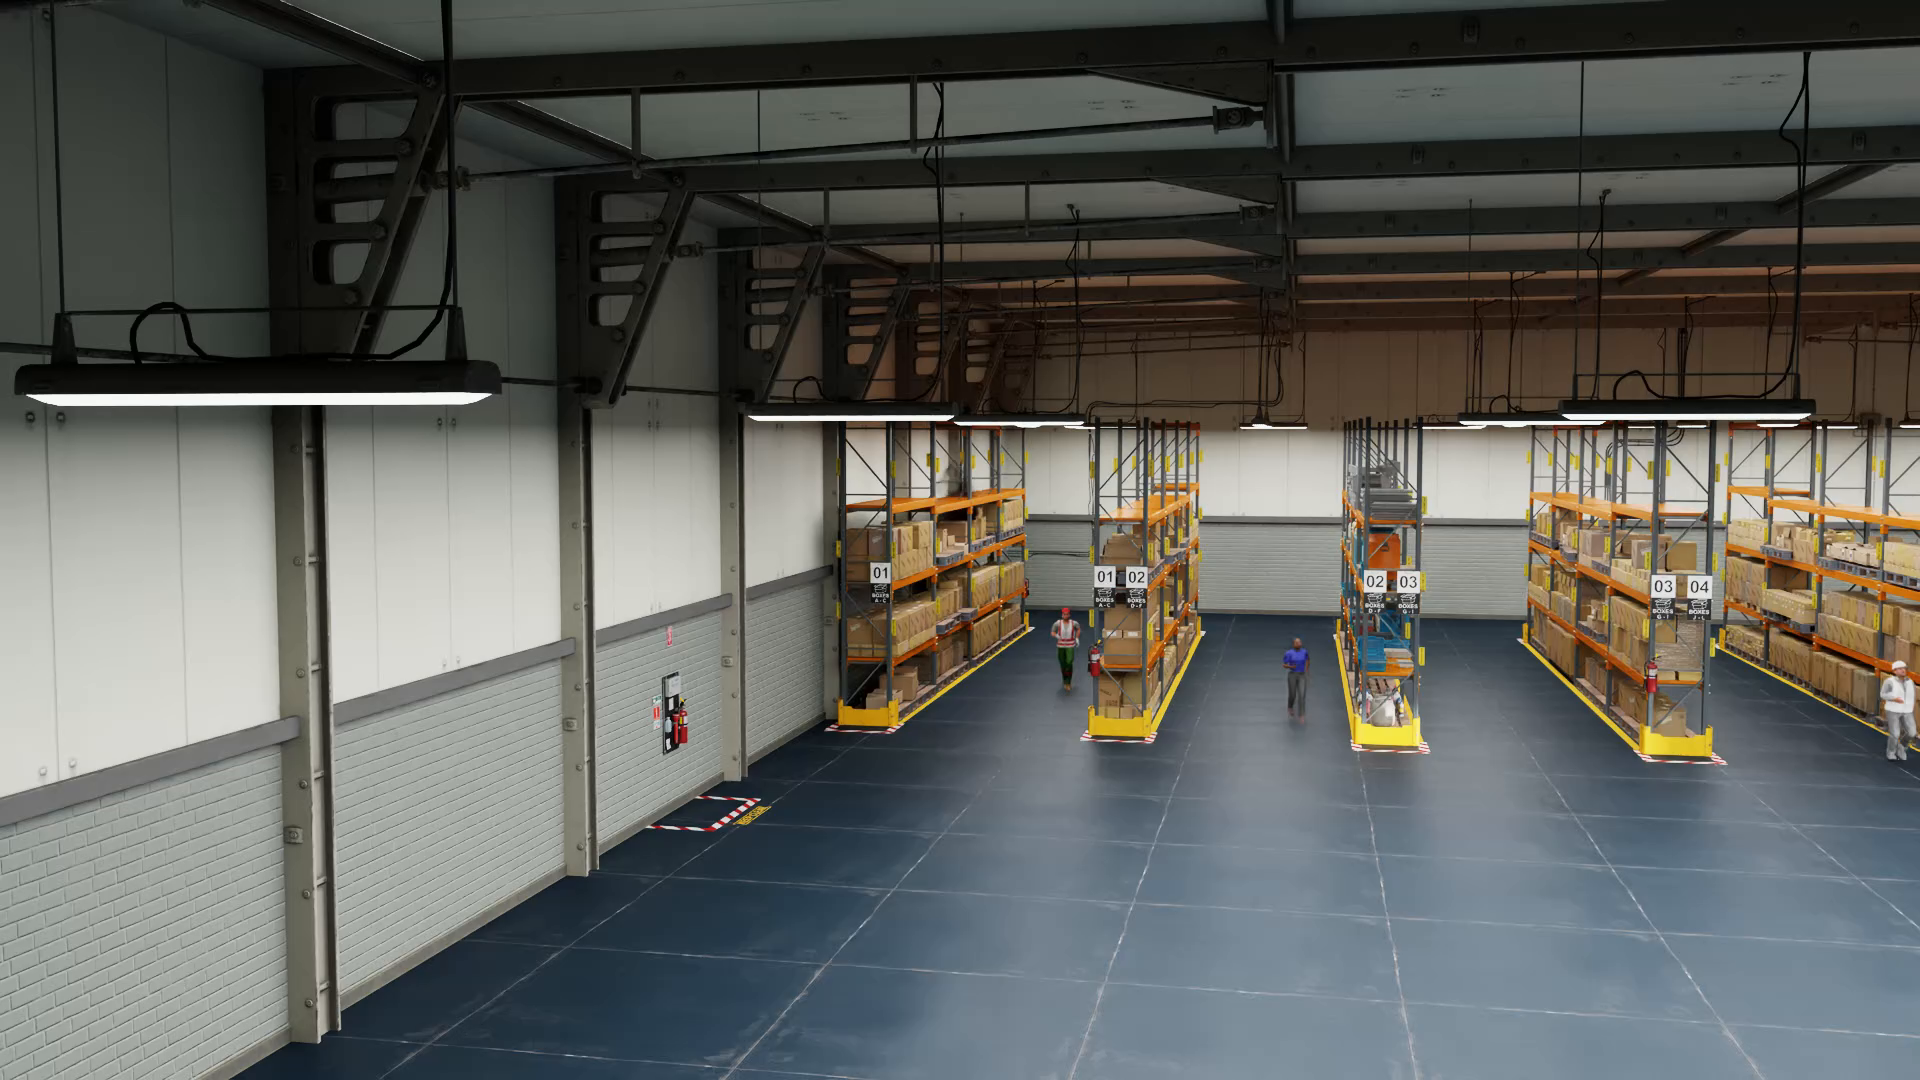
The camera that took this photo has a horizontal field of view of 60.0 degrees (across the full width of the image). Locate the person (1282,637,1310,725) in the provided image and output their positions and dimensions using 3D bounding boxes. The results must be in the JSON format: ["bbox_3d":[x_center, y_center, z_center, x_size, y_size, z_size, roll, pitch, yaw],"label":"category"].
[{"bbox_3d":[6.652,2.836,32.857,0.576,1.482,0.921,0,4,1],"label":"person"}]

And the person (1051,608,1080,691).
[{"bbox_3d":[2.346,2.426,37.130,0.633,1.840,0.795,1,4,10],"label":"person"}]

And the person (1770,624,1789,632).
[{"bbox_3d":[21.926,1.981,44.547,0.749,1.699,0.646,-2,4,-30],"label":"person"}]

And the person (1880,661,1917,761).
[{"bbox_3d":[16.306,2.973,28.808,0.657,1.751,0.597,0,4,4],"label":"person"}]
